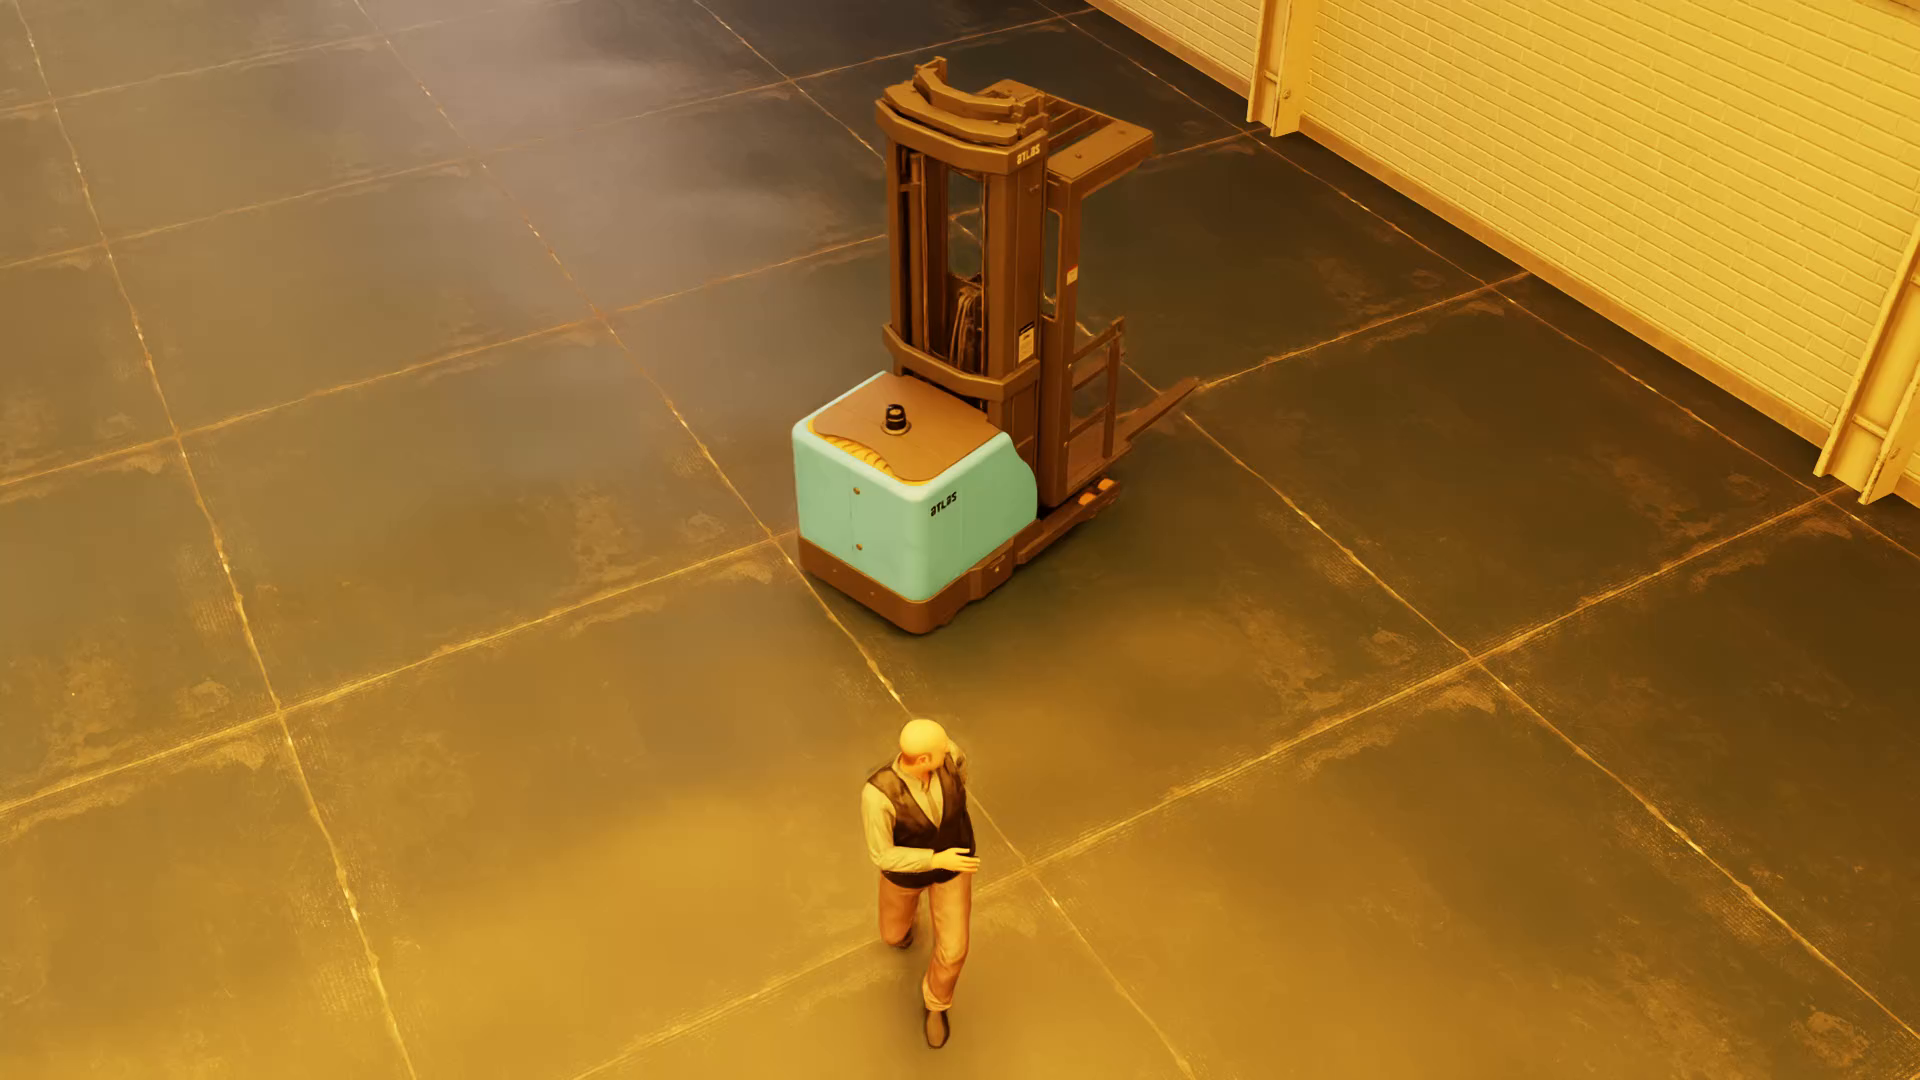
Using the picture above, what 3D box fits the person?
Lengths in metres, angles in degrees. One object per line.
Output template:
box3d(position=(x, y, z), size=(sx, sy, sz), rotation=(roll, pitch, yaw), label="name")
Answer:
box3d(position=(-0.155, 1.413, 7.376), size=(0.560, 1.640, 0.902), rotation=(-10, 41, -11), label="person")

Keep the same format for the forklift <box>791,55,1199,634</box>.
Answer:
box3d(position=(0.374, -1.451, 9.786), size=(1.130, 2.935, 3.031), rotation=(29, 48, 30), label="forklift")
